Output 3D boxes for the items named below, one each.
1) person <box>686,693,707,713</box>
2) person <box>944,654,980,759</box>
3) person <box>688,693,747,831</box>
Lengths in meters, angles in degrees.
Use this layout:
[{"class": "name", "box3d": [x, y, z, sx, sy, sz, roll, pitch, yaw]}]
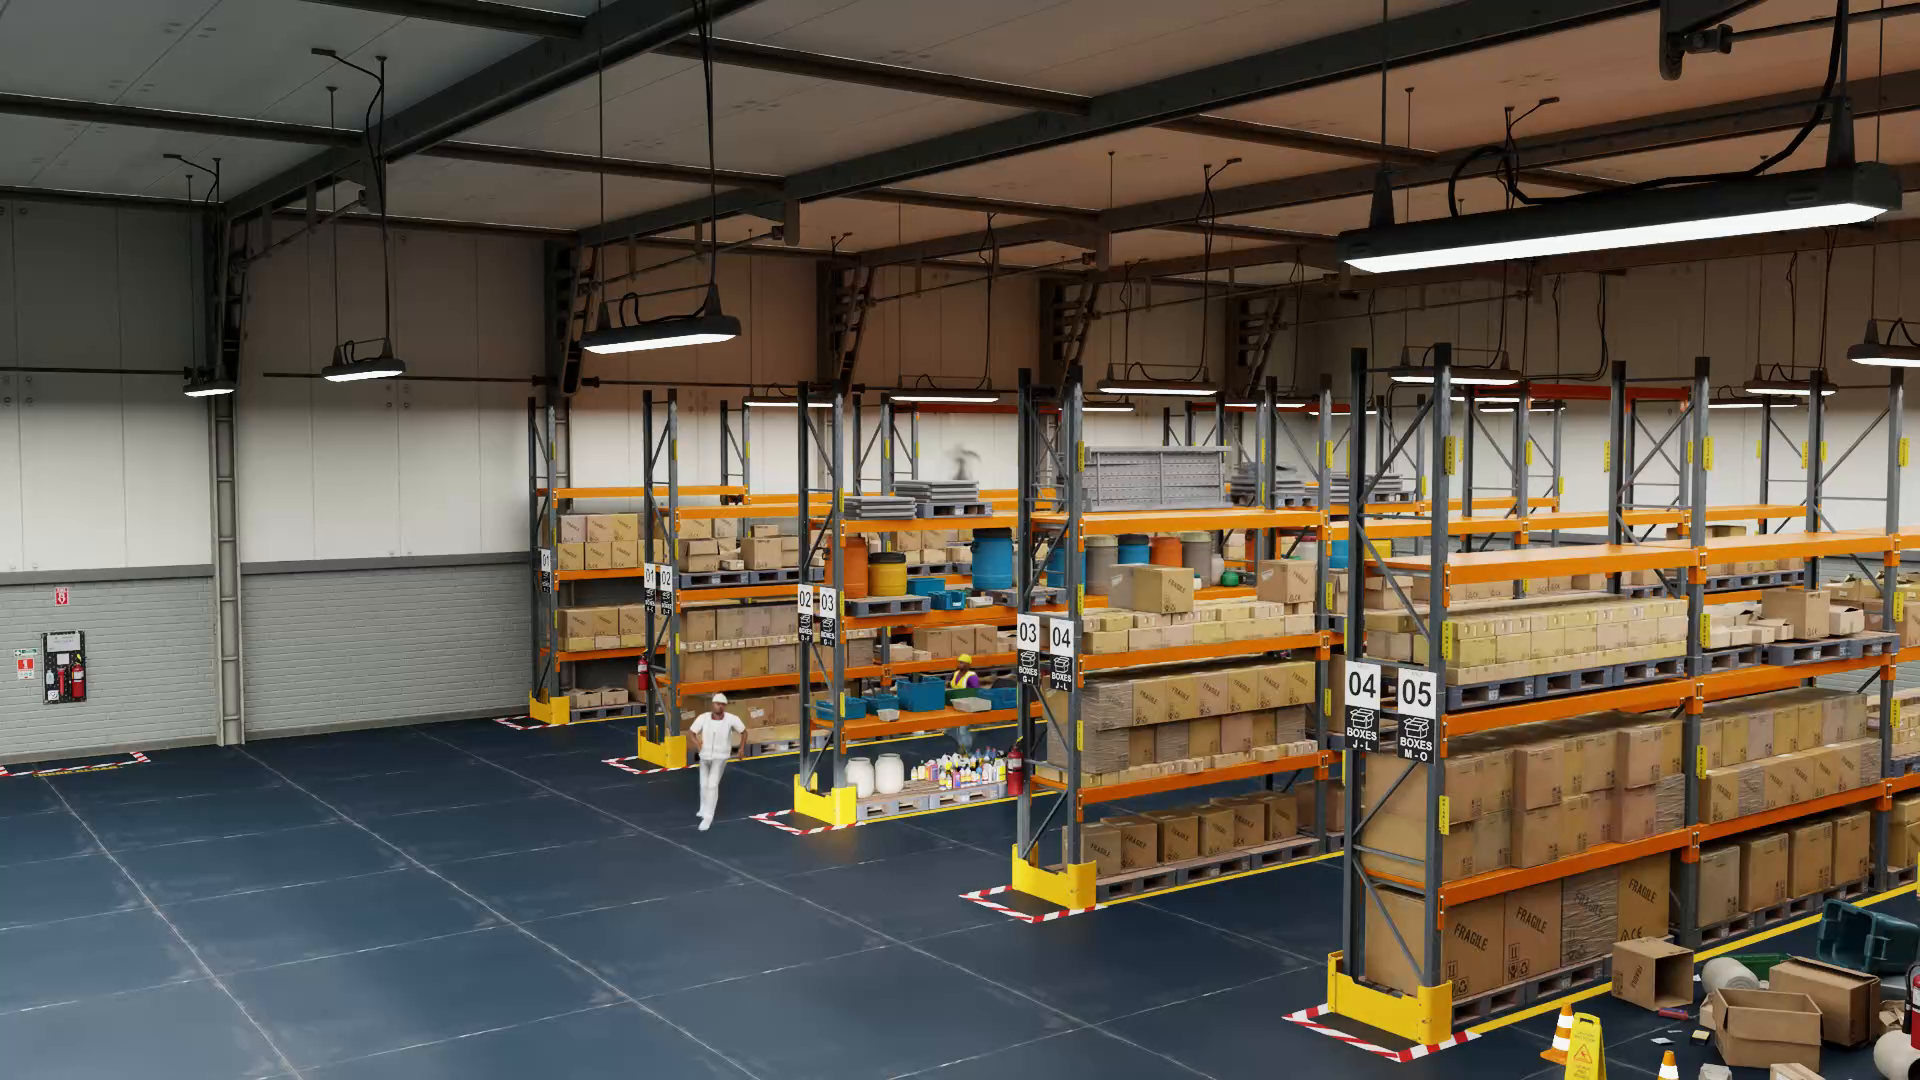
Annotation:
[{"class": "person", "box3d": [-4.651, 2.559, 29.201, 0.655, 1.813, 0.726, 3, 4, 37]}, {"class": "person", "box3d": [0.008, 2.705, 26.900, 0.692, 1.724, 0.607, 3, 5, 44]}, {"class": "person", "box3d": [-3.292, 2.959, 22.406, 0.766, 1.781, 0.792, 0, 3, 5]}]
